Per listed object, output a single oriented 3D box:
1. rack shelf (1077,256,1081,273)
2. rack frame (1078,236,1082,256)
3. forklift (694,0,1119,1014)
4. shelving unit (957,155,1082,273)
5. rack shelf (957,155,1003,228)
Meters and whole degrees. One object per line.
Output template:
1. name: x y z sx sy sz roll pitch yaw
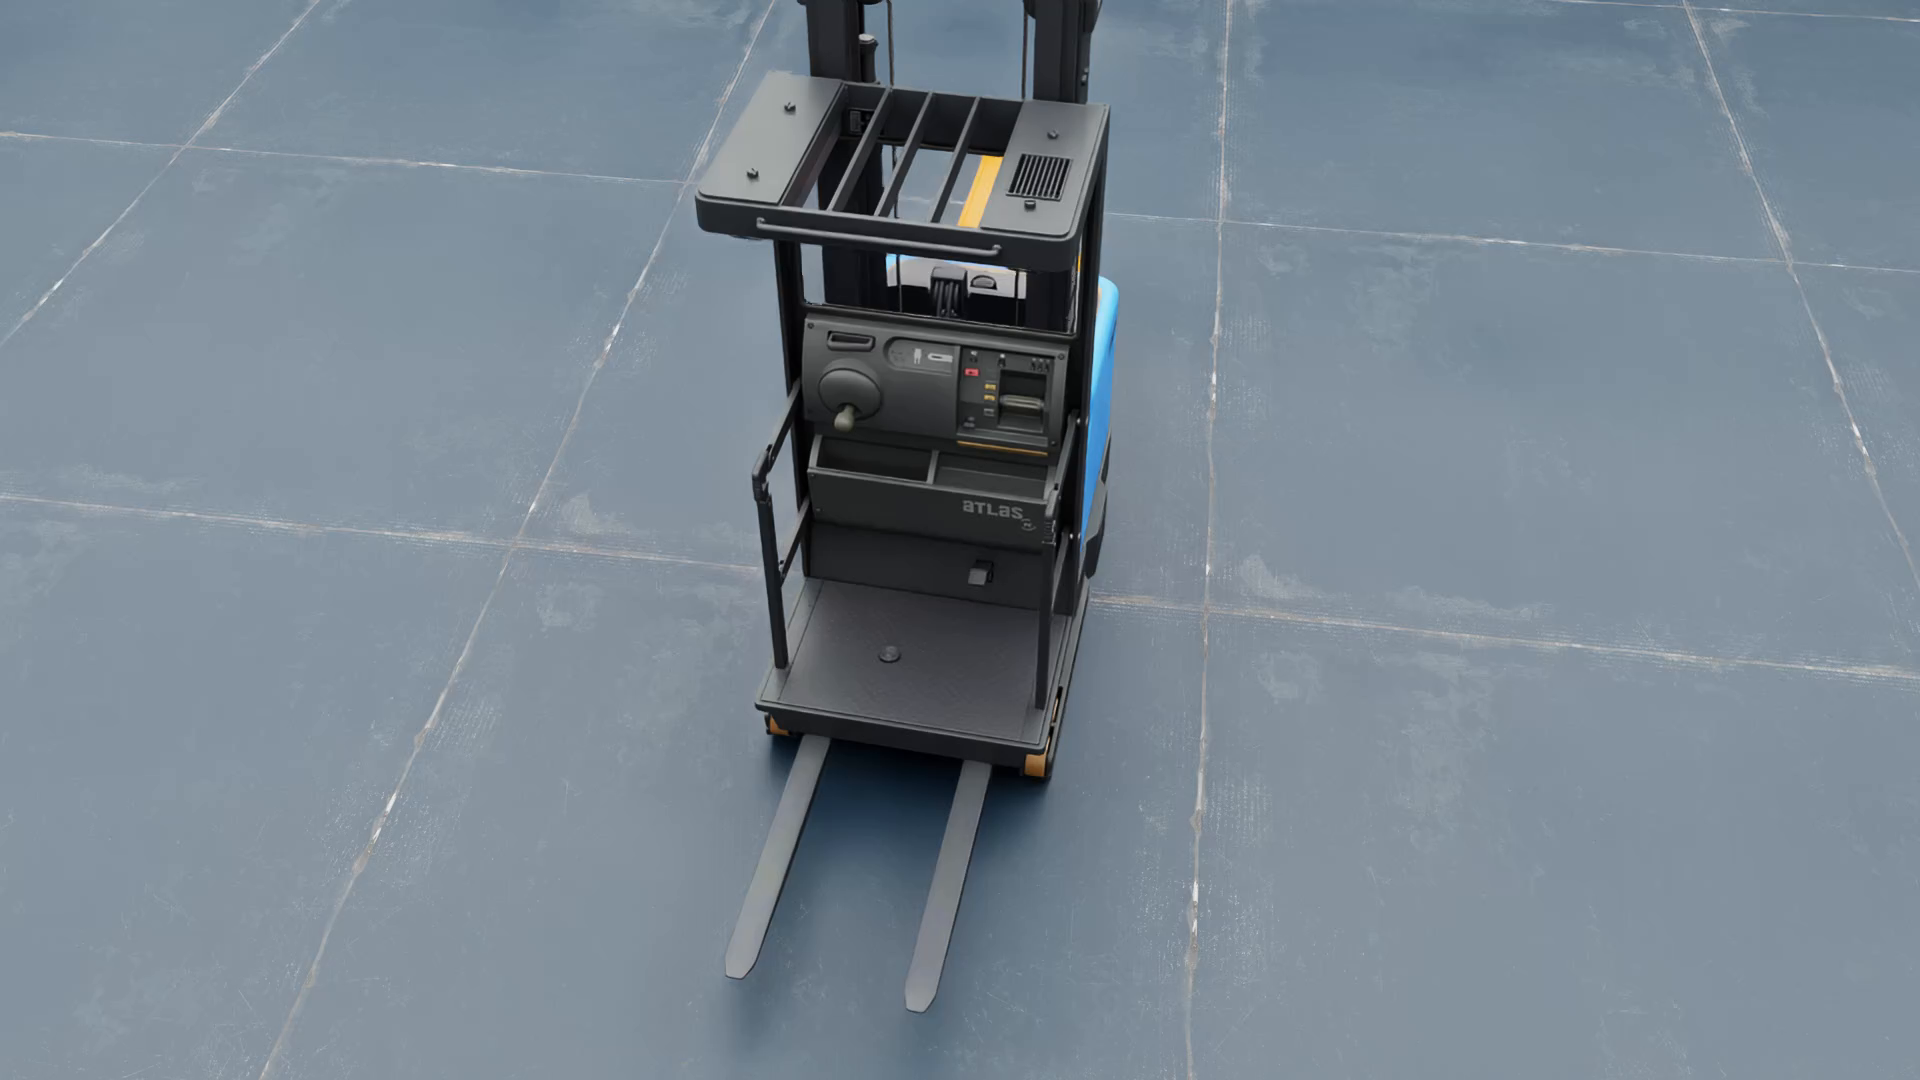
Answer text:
1. rack shelf: 0.273 -1.007 7.874 0.538 0.278 1.000 8 44 8
2. rack frame: 0.376 -1.527 8.067 0.500 1.125 0.032 8 44 8
3. forklift: -0.134 -0.448 5.613 1.130 2.935 3.031 8 44 8
4. shelving unit: 0.273 -1.185 7.705 0.538 1.125 1.048 8 44 8
5. rack shelf: 0.273 -1.397 7.504 0.538 0.278 1.000 8 44 8
